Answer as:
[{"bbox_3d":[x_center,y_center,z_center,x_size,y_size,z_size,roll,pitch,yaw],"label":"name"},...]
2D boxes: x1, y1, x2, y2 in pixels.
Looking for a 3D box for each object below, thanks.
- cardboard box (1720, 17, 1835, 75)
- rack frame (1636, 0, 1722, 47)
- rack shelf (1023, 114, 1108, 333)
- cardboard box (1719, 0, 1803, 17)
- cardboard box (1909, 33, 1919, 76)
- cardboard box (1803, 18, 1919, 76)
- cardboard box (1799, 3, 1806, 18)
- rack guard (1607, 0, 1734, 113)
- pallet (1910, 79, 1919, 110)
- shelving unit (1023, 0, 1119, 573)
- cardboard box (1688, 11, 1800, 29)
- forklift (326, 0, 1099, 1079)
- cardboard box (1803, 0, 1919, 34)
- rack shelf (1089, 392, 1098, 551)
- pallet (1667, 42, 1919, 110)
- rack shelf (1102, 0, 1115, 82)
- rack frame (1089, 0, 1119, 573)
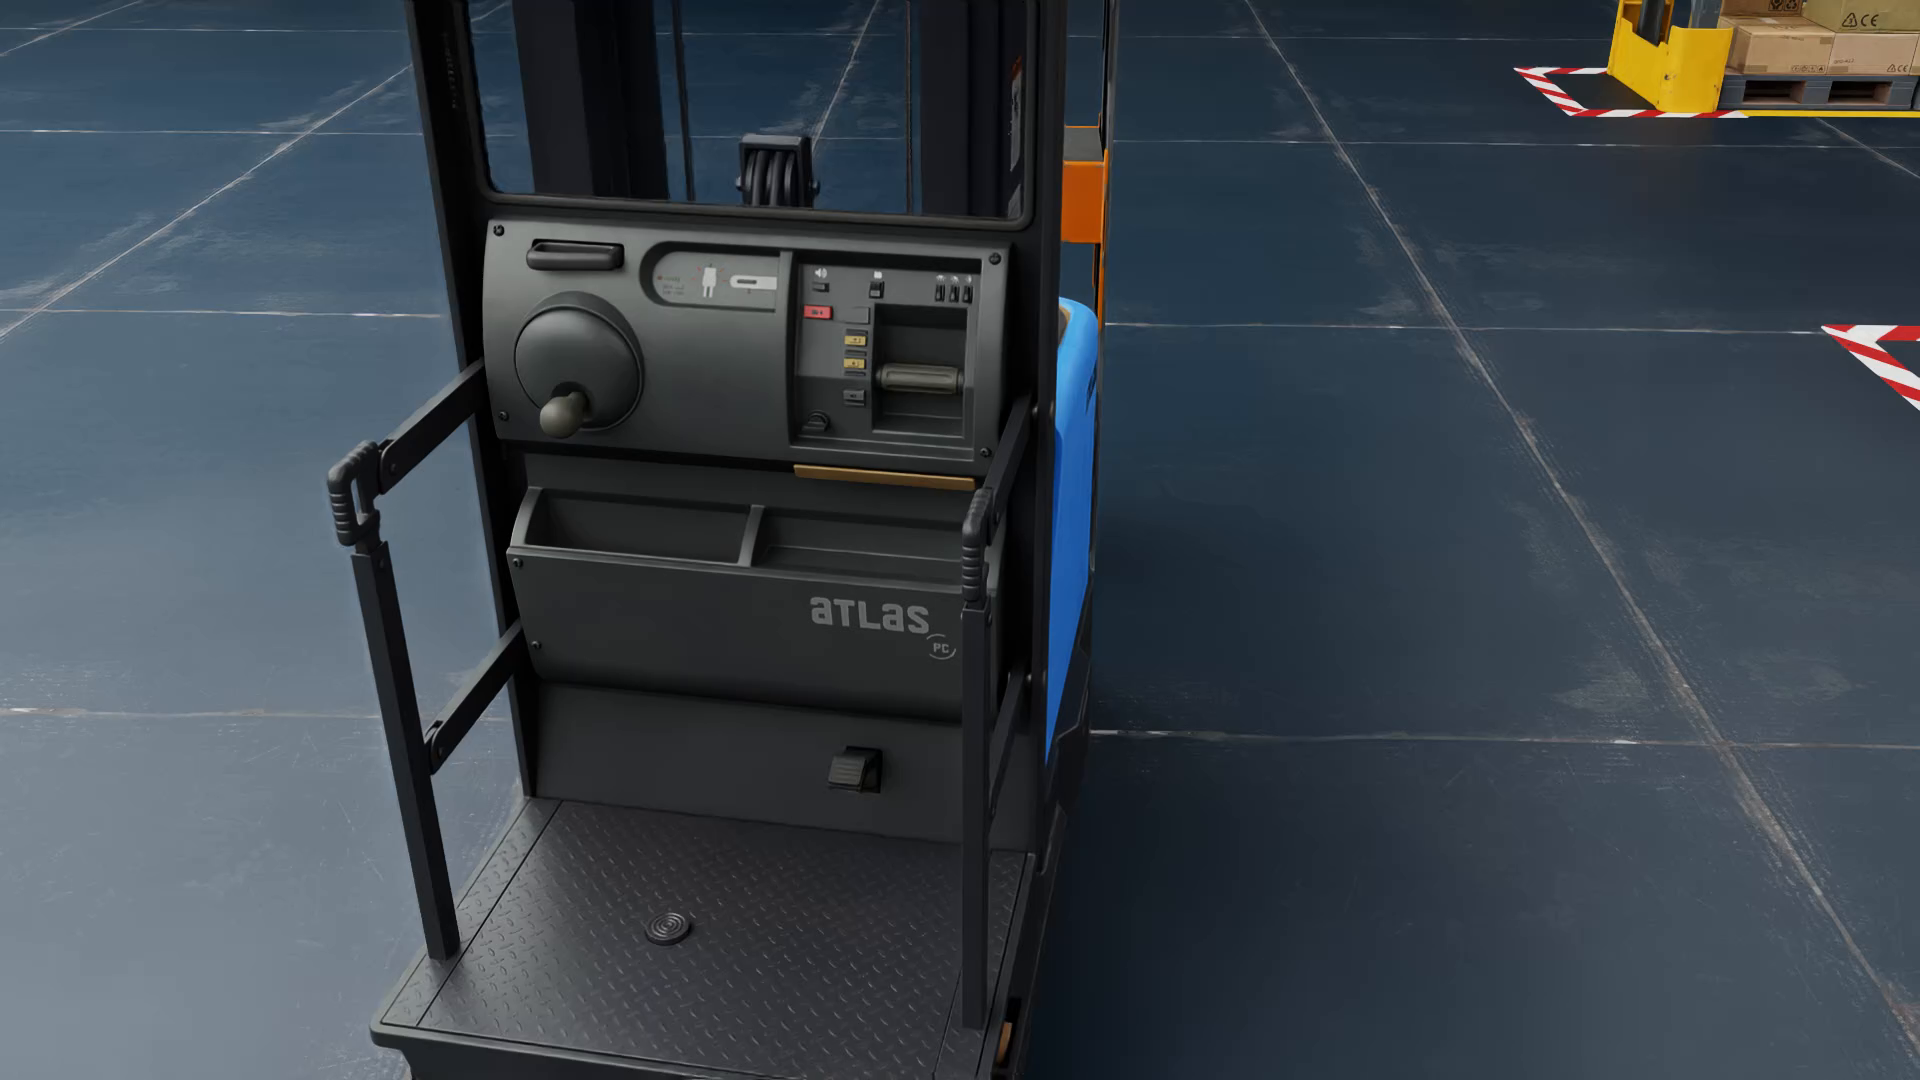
[{"bbox_3d":[5.048,-3.070,10.326,0.500,0.250,0.500,1,28,2],"label":"cardboard box"},{"bbox_3d":[4.520,-4.212,9.993,0.127,3.000,1.000,1,28,2],"label":"rack frame"},{"bbox_3d":[0.165,-0.913,4.759,0.480,0.518,0.431,1,28,2],"label":"rack shelf"},{"bbox_3d":[5.067,-3.645,10.609,0.500,0.500,0.500,1,28,2],"label":"cardboard box"},{"bbox_3d":[6.048,-3.055,10.297,0.500,0.250,0.500,1,28,2],"label":"cardboard box"},{"bbox_3d":[5.548,-3.063,10.313,0.500,0.250,0.500,1,28,2],"label":"cardboard box"},{"bbox_3d":[5.567,-3.310,10.778,0.500,0.250,0.500,1,28,2],"label":"cardboard box"},{"bbox_3d":[4.496,-3.108,10.579,0.348,0.500,1.175,1,28,2],"label":"rack guard"},{"bbox_3d":[6.502,-2.966,10.619,1.213,0.211,1.003,1,28,2],"label":"pallet"},{"bbox_3d":[0.165,-0.925,4.753,0.503,2.100,0.431,1,28,2],"label":"shelving unit"},{"bbox_3d":[5.067,-3.312,10.783,0.500,0.250,0.500,1,28,2],"label":"cardboard box"},{"bbox_3d":[-0.415,-0.304,2.695,1.130,2.935,3.031,5,28,9],"label":"forklift"},{"bbox_3d":[5.548,-3.394,10.136,0.500,0.500,0.500,1,28,2],"label":"cardboard box"},{"bbox_3d":[0.165,-0.294,5.087,0.480,0.518,0.431,1,28,2],"label":"rack shelf"},{"bbox_3d":[5.286,-2.987,10.660,1.213,0.211,1.003,1,28,2],"label":"pallet"},{"bbox_3d":[0.165,-1.531,4.432,0.480,0.518,0.431,1,28,2],"label":"rack shelf"},{"bbox_3d":[0.409,-0.921,4.745,0.015,2.100,0.400,1,28,2],"label":"rack frame"}]
